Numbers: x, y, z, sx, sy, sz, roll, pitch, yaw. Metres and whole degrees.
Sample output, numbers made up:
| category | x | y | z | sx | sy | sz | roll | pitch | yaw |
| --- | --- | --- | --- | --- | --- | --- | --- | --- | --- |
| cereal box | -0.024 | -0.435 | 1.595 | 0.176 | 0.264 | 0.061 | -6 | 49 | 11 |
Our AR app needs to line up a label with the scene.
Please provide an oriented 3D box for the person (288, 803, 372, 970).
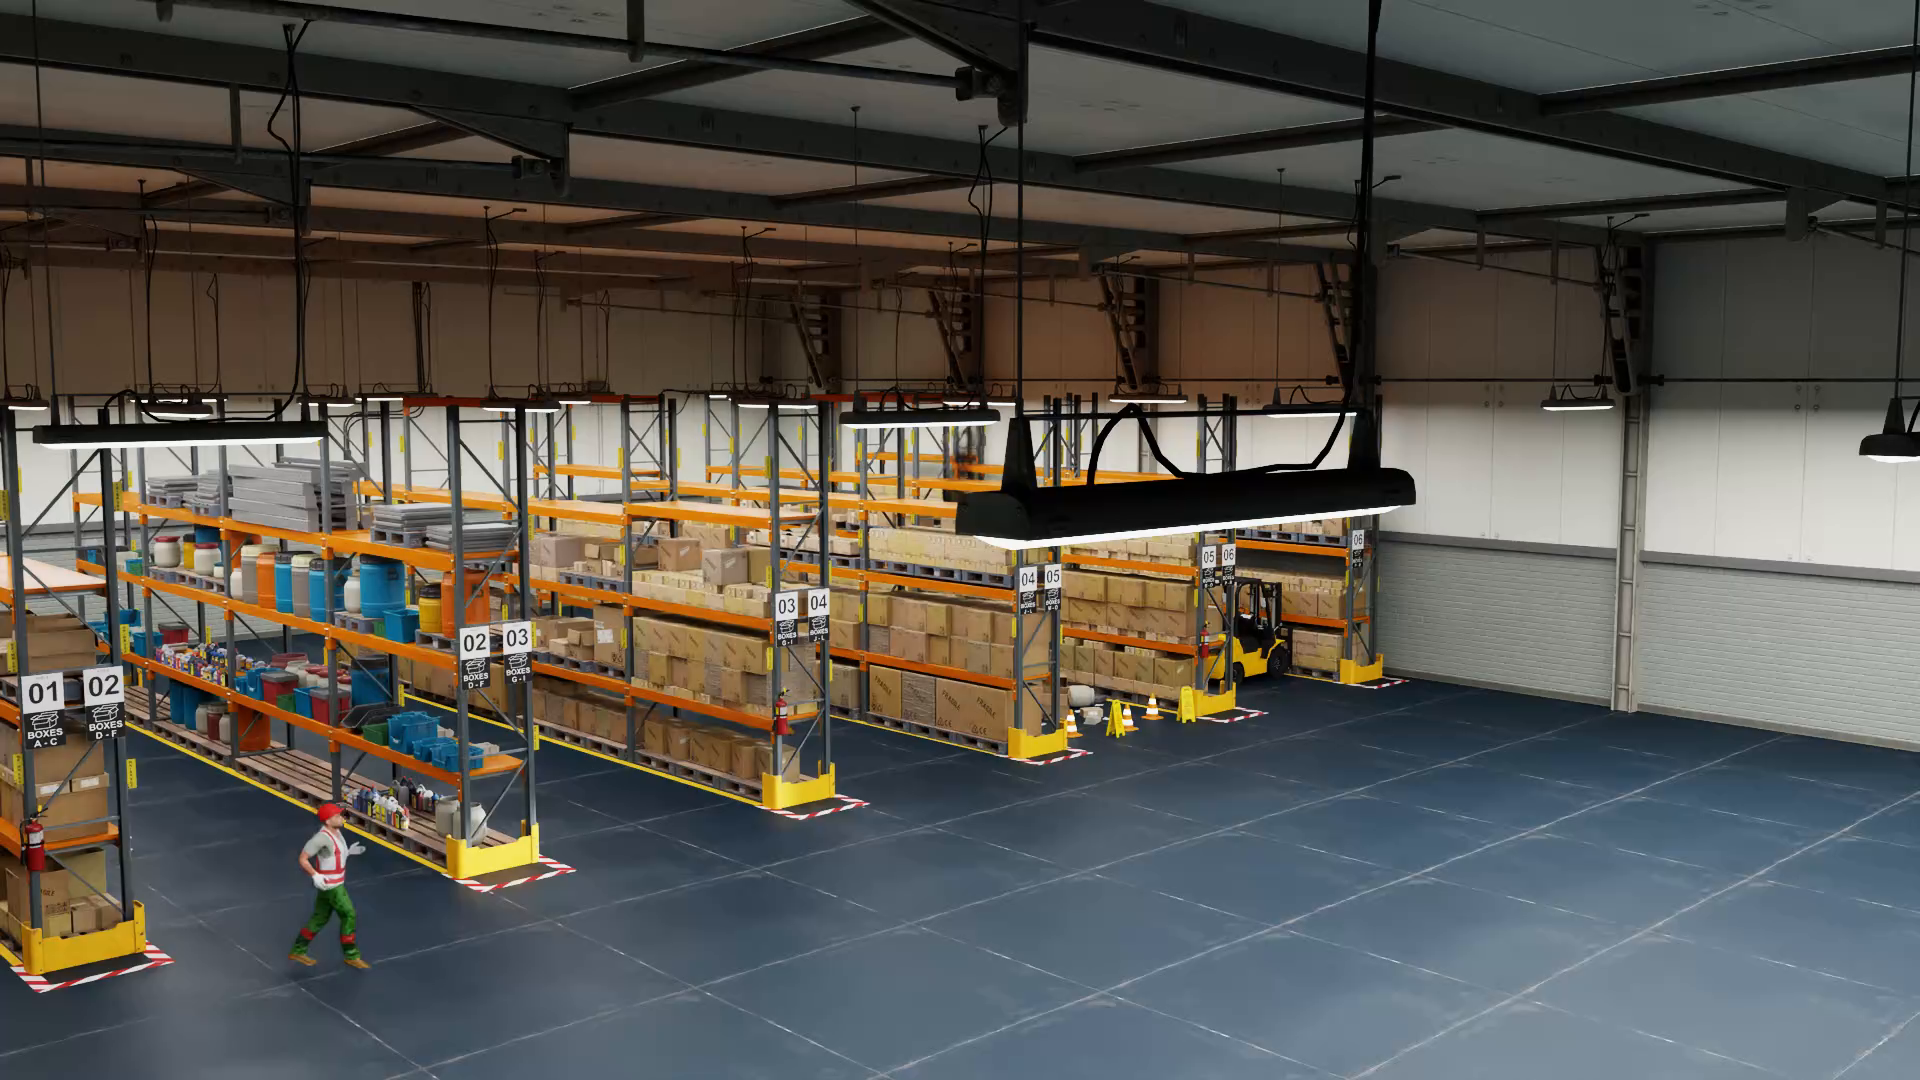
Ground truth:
| category | x | y | z | sx | sy | sz | roll | pitch | yaw |
| --- | --- | --- | --- | --- | --- | --- | --- | --- | --- |
| person | -6.778 | 3.710 | 17.824 | 0.850 | 1.818 | 0.624 | -2 | 6 | -16 |

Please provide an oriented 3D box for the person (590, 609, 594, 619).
| category | x | y | z | sx | sy | sz | roll | pitch | yaw |
| --- | --- | --- | --- | --- | --- | --- | --- | --- | --- |
| person | -9.012 | 1.487 | 41.235 | 0.835 | 1.731 | 0.664 | 3 | 6 | 28 |

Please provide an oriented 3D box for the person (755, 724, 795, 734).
| category | x | y | z | sx | sy | sz | roll | pitch | yaw |
| --- | --- | --- | --- | --- | --- | --- | --- | --- | --- |
| person | -3.373 | 2.551 | 29.731 | 0.950 | 1.780 | 0.688 | 3 | 6 | 31 |
